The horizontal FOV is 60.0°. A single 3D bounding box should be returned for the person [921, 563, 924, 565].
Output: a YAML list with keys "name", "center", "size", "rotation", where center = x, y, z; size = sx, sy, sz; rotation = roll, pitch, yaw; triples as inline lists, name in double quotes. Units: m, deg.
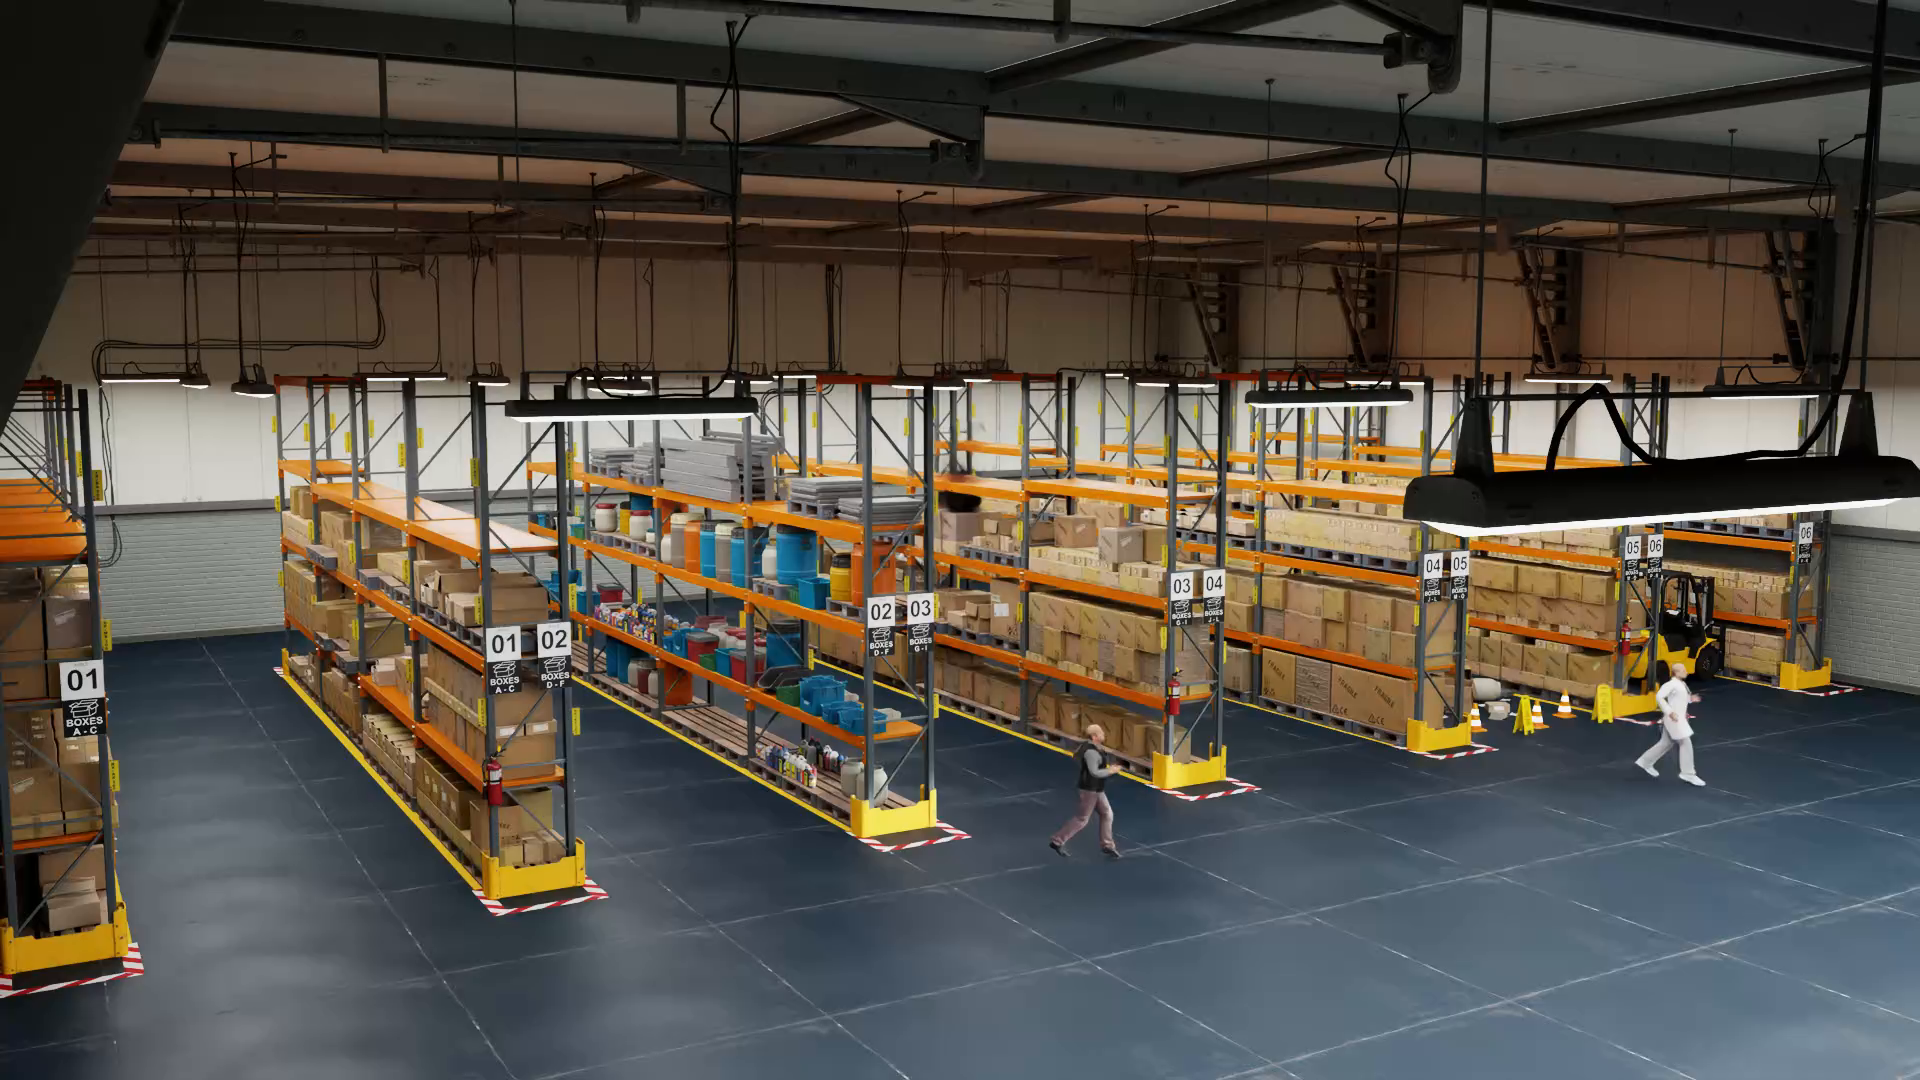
- name: "person"
  center: [-0.876, 1.323, 38.535]
  size: [0.601, 1.606, 0.515]
  rotation: [-2, 7, -21]

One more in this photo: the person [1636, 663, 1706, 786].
- name: "person"
  center: [10.660, 2.724, 24.881]
  size: [0.980, 1.814, 0.680]
  rotation: [2, 7, 21]

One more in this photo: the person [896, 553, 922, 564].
- name: "person"
  center: [-1.331, 0.969, 41.009]
  size: [0.729, 1.833, 0.772]
  rotation: [4, 8, 34]

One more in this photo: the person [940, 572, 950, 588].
- name: "person"
  center: [-0.457, 0.833, 42.162]
  size: [0.927, 1.741, 0.698]
  rotation: [1, 6, 11]

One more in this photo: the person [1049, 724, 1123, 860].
- name: "person"
  center: [1.600, 3.187, 20.968]
  size: [0.939, 1.757, 0.664]
  rotation: [1, 6, 5]
